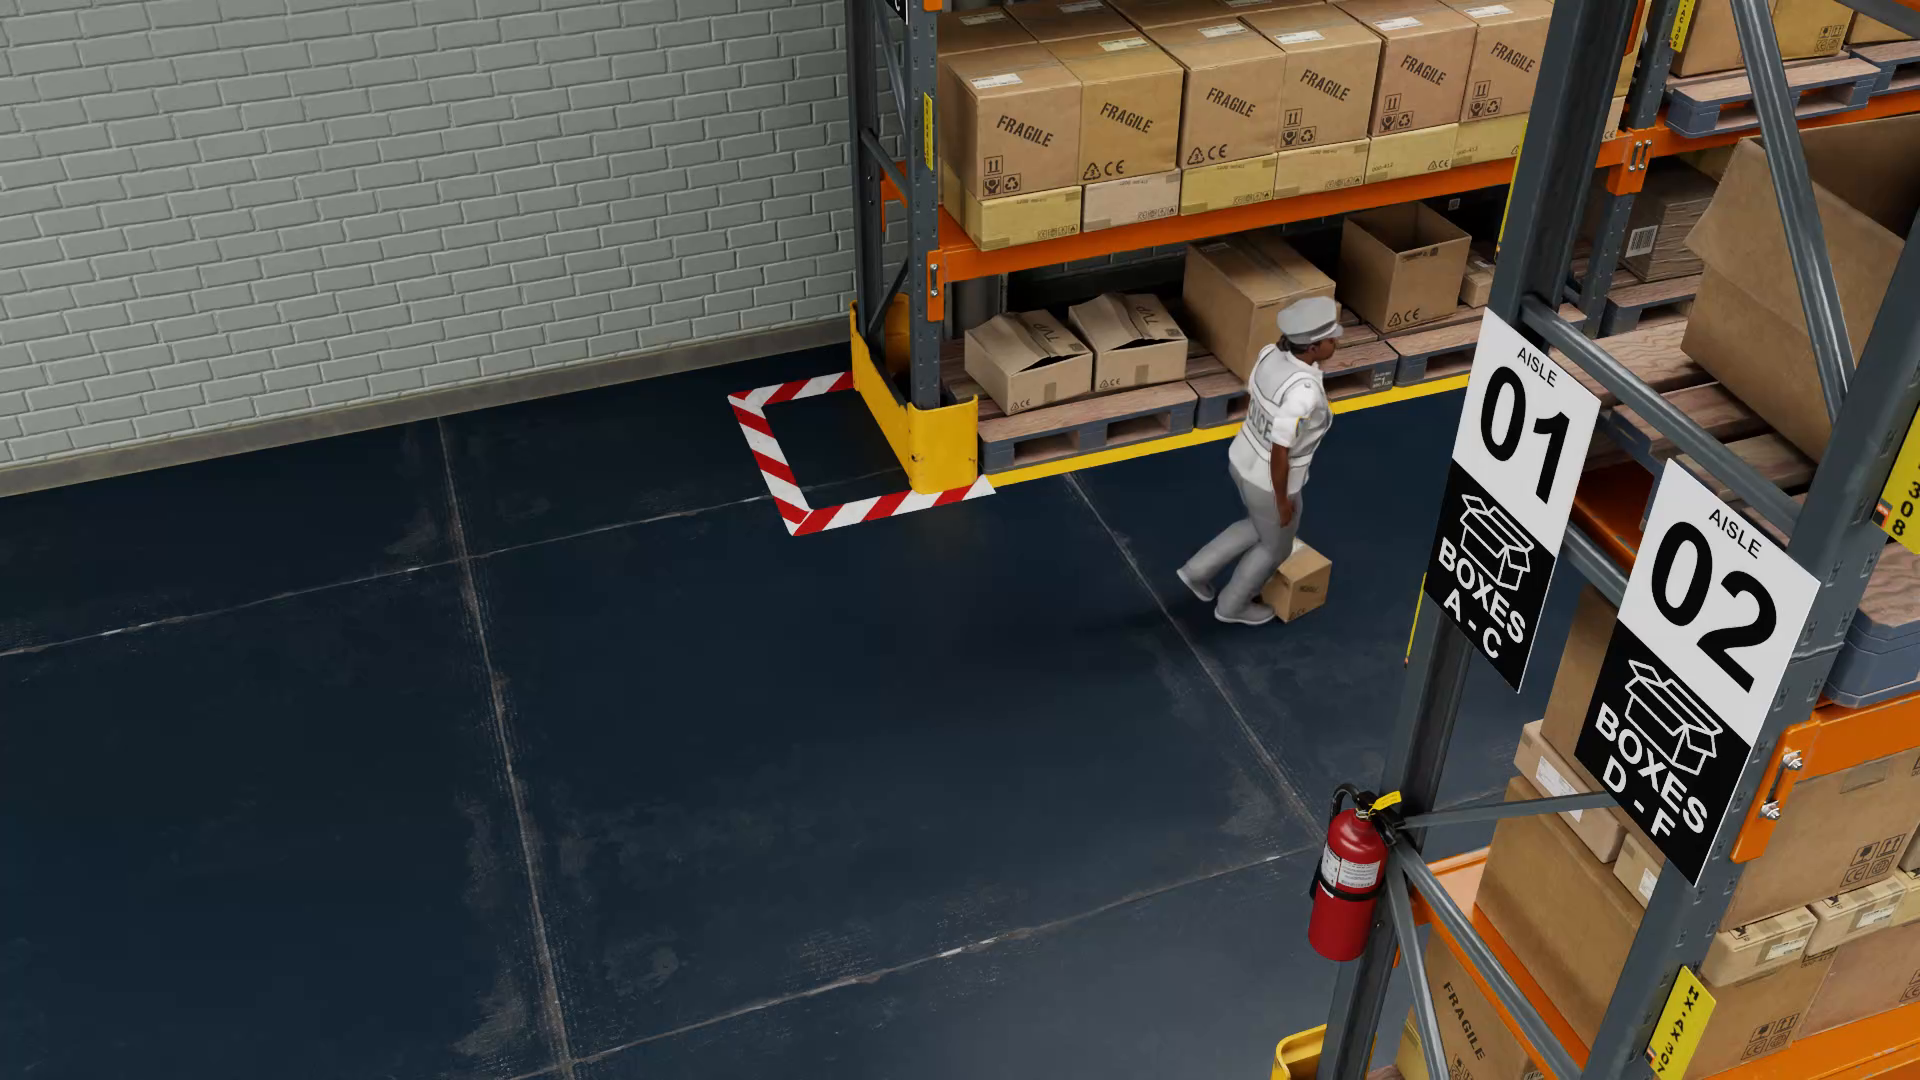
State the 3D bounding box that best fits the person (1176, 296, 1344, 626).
[{"bbox_3d":[1.281,-0.274,7.134,0.542,1.662,0.522,-9,39,-11],"label":"person"}]
